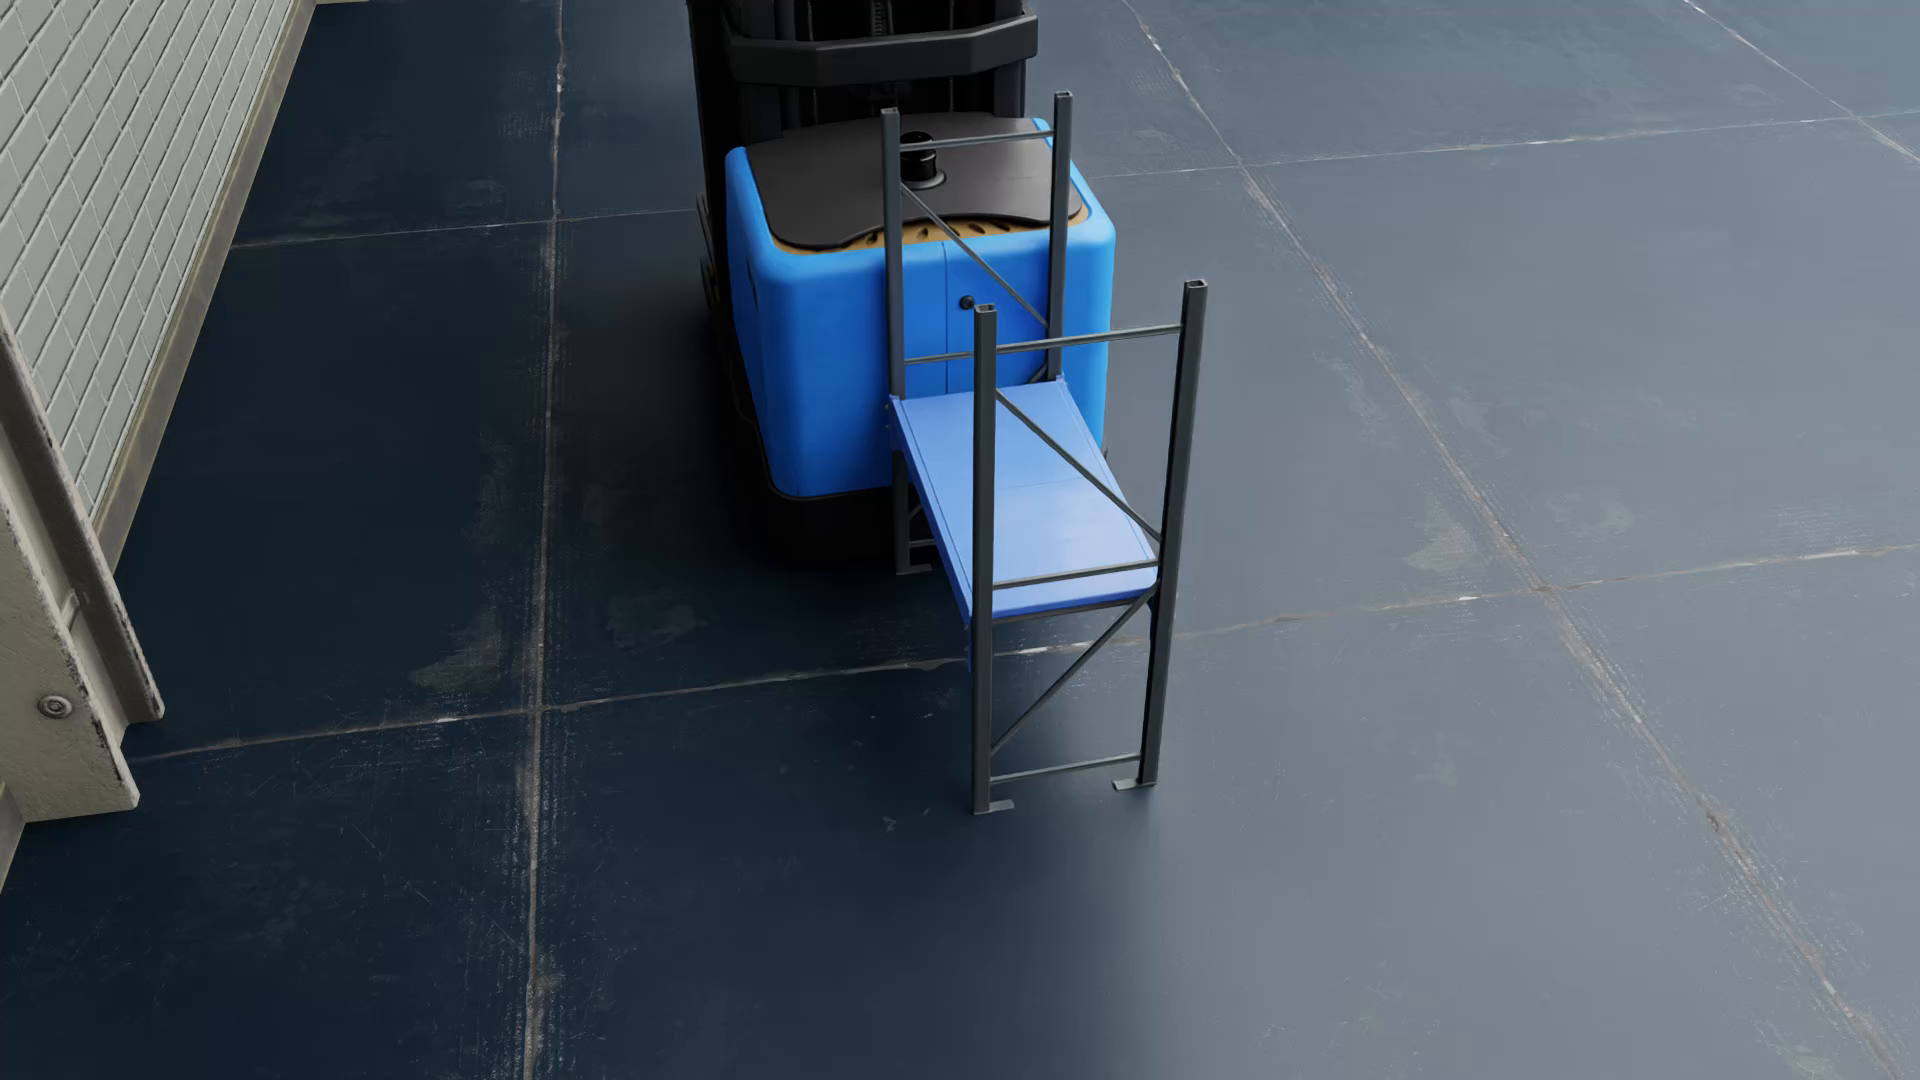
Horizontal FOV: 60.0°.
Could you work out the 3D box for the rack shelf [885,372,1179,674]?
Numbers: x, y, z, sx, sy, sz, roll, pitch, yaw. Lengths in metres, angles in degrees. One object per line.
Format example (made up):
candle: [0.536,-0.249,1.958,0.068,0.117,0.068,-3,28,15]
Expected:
rack shelf: [0.160,-0.078,4.422,0.538,0.185,1.000,-8,39,-10]

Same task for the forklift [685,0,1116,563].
forklift: [-0.378,-1.994,5.427,1.130,2.935,3.031,-8,39,-10]

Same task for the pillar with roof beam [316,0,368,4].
pillar with roof beam: [0.845,-7.042,6.979,9.100,9.000,0.400,-6,38,-8]

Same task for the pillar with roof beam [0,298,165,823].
pillar with roof beam: [1.897,-3.418,2.314,9.100,9.000,0.400,-6,38,-8]

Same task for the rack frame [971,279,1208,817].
rack frame: [0.275,0.083,3.920,0.500,1.500,0.032,-8,39,-10]

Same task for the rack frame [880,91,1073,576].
rack frame: [0.045,-0.524,4.702,0.500,1.500,0.032,-8,39,-10]

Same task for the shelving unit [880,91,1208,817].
shelving unit: [0.160,-0.220,4.311,0.538,1.500,1.048,-8,39,-10]
